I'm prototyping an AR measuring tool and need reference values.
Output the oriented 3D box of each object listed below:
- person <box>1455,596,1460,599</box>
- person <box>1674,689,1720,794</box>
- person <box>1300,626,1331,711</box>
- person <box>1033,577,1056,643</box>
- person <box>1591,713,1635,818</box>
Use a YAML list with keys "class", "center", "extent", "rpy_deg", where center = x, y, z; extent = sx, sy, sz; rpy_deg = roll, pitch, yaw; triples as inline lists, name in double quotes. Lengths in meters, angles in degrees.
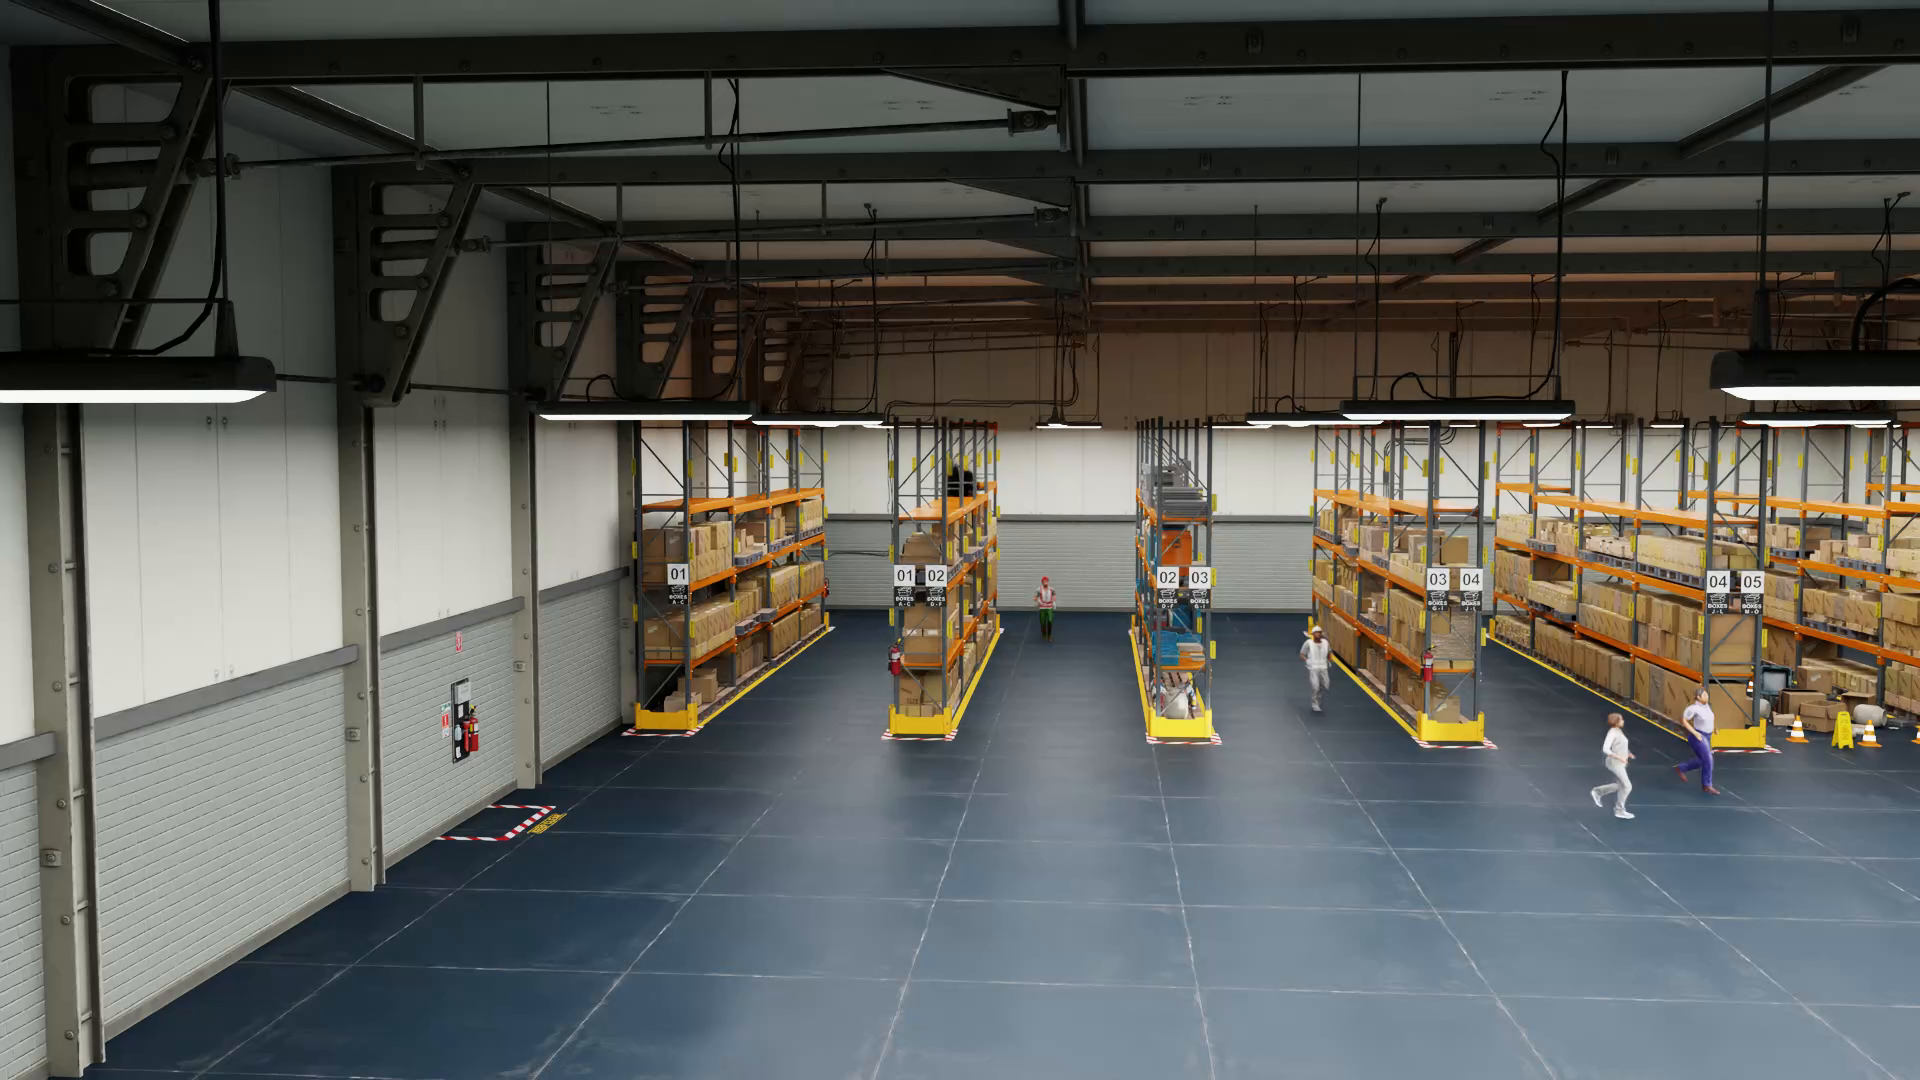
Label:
- class: "person"
  center: [13.496, 1.893, 45.953]
  extent: [0.765, 1.701, 0.941]
  rpy_deg: [3, 5, 37]
- class: "person"
  center: [11.762, 3.183, 26.528]
  extent: [0.615, 1.644, 0.802]
  rpy_deg: [-3, 5, -41]
- class: "person"
  center: [7.307, 2.630, 34.078]
  extent: [0.668, 1.732, 0.621]
  rpy_deg: [0, 4, -7]
- class: "person"
  center: [2.314, 1.896, 45.159]
  extent: [0.640, 1.808, 0.725]
  rpy_deg: [0, 4, -2]
- class: "person"
  center: [9.688, 3.333, 24.678]
  extent: [0.637, 1.551, 0.540]
  rpy_deg: [2, 4, 32]
